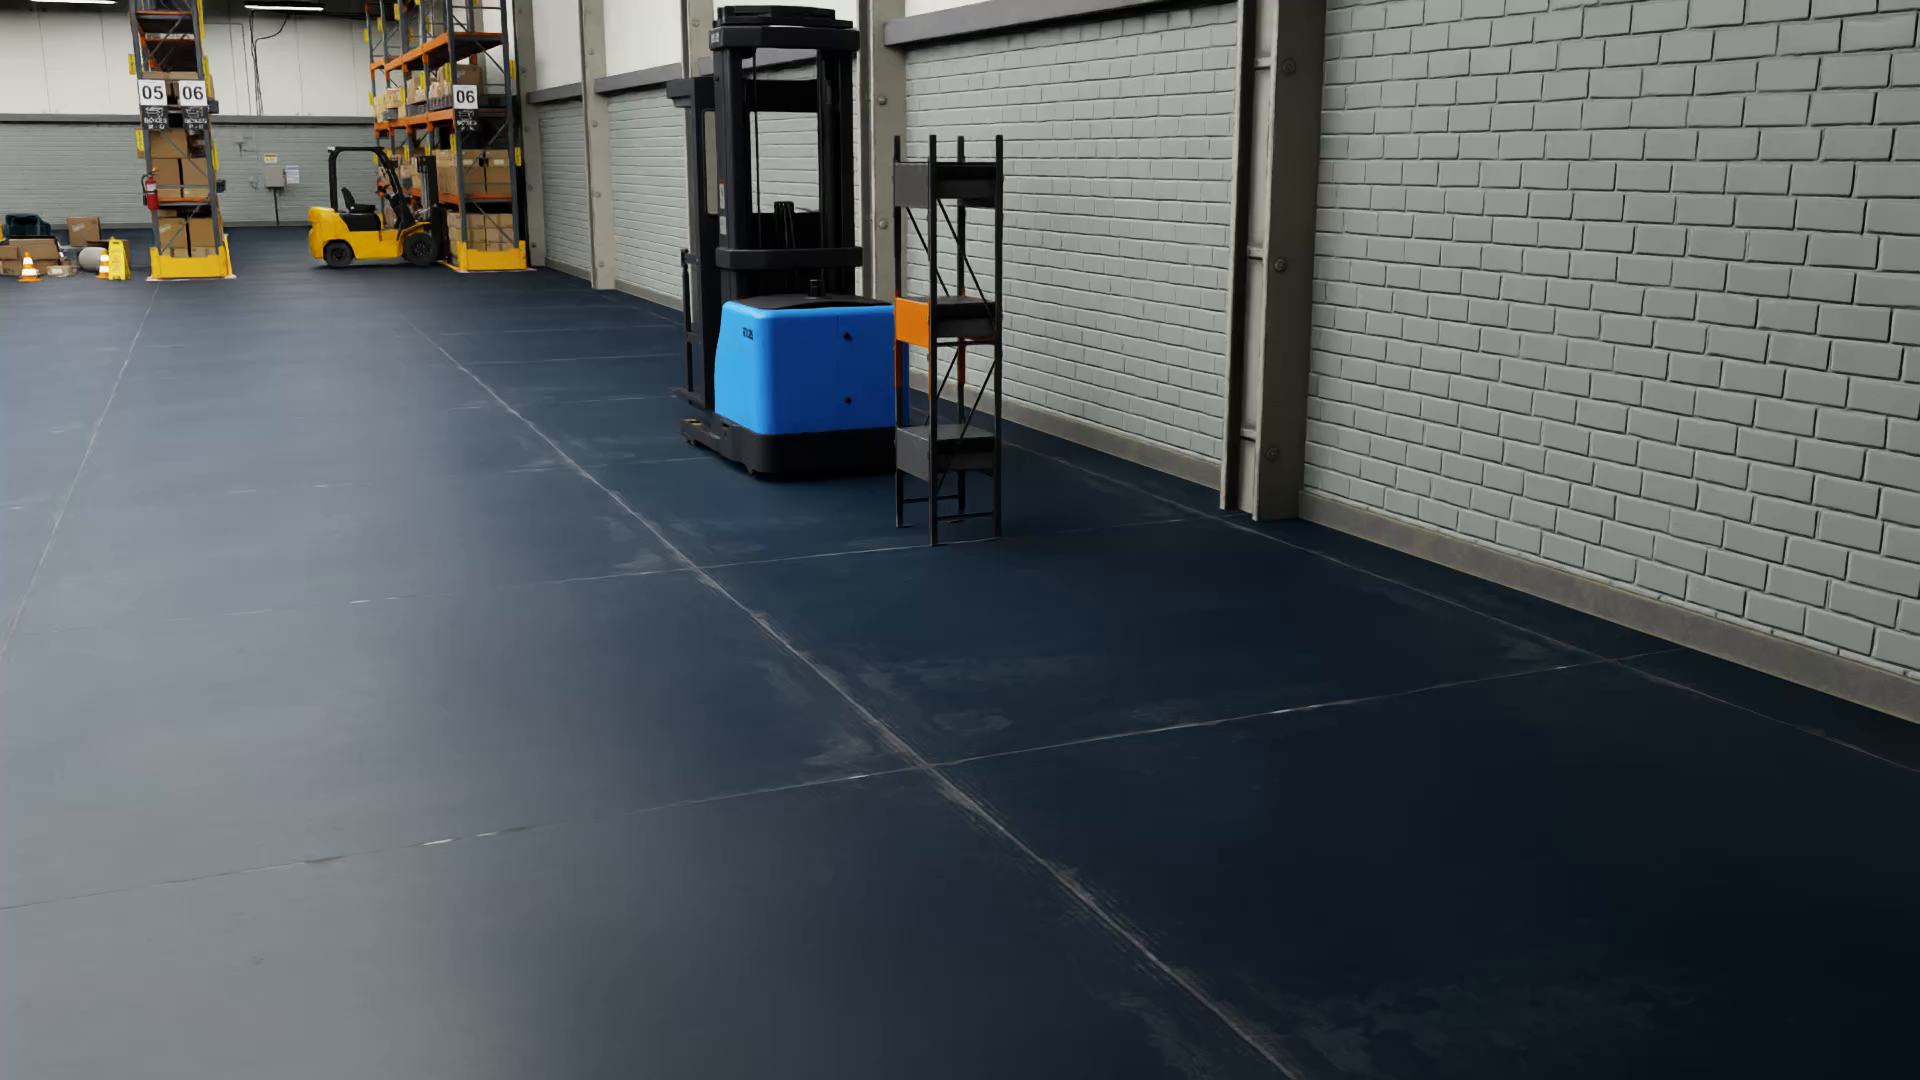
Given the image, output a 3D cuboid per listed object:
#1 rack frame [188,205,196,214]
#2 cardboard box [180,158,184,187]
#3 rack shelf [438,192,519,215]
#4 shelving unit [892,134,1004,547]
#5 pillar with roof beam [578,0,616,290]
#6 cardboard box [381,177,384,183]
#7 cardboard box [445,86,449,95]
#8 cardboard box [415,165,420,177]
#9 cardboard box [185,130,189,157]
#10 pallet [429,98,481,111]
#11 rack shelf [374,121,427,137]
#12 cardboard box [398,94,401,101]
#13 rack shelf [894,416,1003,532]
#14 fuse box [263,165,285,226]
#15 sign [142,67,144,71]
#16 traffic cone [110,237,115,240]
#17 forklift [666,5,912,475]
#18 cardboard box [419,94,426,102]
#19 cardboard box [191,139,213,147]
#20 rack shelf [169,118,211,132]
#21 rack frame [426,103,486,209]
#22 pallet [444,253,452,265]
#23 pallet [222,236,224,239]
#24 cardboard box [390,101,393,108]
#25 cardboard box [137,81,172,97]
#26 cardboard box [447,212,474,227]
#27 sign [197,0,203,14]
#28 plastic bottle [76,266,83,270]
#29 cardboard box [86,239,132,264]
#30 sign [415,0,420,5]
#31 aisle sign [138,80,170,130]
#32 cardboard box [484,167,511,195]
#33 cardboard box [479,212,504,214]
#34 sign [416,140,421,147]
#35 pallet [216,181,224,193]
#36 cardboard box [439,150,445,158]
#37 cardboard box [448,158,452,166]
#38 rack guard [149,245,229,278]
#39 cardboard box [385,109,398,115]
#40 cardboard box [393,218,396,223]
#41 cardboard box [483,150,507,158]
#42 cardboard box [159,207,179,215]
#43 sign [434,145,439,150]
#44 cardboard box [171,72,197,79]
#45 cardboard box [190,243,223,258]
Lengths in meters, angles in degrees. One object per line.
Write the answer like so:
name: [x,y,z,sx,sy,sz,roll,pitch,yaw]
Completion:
rack frame: [-16.184,-7.558,34.875,1.000,3.000,0.127,-6,14,-23]
cardboard box: [-14.028,-6.500,29.422,0.500,0.500,0.500,-5,14,-22]
rack shelf: [-9.233,-6.417,31.541,1.077,0.370,4.000,-6,14,-23]
shelving unit: [-0.066,-1.057,8.781,0.431,2.100,0.503,-6,14,-23]
pillar with roof beam: [-9.426,-7.874,22.935,9.100,9.000,0.400,-6,14,-23]
cardboard box: [-14.961,-9.445,43.585,0.380,0.149,0.250,-6,14,-23]
cardboard box: [-9.043,-8.091,29.927,0.380,0.149,0.250,-6,14,-25]
cardboard box: [-11.290,-7.851,35.363,0.500,0.250,0.500,-6,14,-24]
cardboard box: [-13.579,-6.777,28.402,0.700,0.500,0.500,-5,14,-22]
pallet: [-9.669,-8.425,32.165,1.003,0.211,1.213,-6,14,-23]
rack shelf: [-14.040,-10.358,41.914,1.077,0.370,4.000,-6,14,-23]
cardboard box: [-12.462,-9.995,37.541,0.380,0.149,0.250,-6,14,-24]
rack shelf: [-0.066,-0.362,8.942,0.431,0.518,0.480,-6,14,-23]
fuse box: [-19.685,-9.906,47.876,0.539,1.711,0.414,-6,14,-23]
sign: [-15.088,-8.586,30.644,0.100,0.325,0.005,-6,14,-23]
traffic cone: [-16.361,-5.626,32.151,0.336,0.463,0.334,-6,14,-23]
forklift: [-1.366,-2.128,11.562,1.130,2.935,3.031,-6,14,-23]
cardboard box: [-10.753,-8.973,33.739,0.380,0.149,0.250,-6,14,-23]
cardboard box: [-14.446,-7.575,31.697,0.380,0.149,0.250,-6,14,-23]
rack shelf: [-15.382,-8.256,32.833,1.077,0.370,4.000,-6,14,-23]
rack frame: [-10.035,-7.181,33.245,1.000,3.000,0.127,-6,14,-23]
pallet: [-9.262,-5.402,31.742,1.003,0.211,1.213,-6,14,-23]
pallet: [-16.915,-6.621,37.010,1.003,0.211,1.213,-6,14,-23]
cardboard box: [-12.979,-10.064,38.455,0.380,0.149,0.250,-5,14,-22]
cardboard box: [-13.431,-7.520,27.730,0.500,0.250,0.500,-6,14,-24]
cardboard box: [-9.324,-5.982,31.014,0.500,0.250,0.500,-5,14,-22]
sign: [-15.690,-11.026,34.305,0.100,0.325,0.005,-6,14,-23]
plastic bottle: [-15.783,-4.864,29.752,0.133,0.061,0.283,-3,13,-13]
cardboard box: [-15.399,-5.171,30.098,0.500,0.500,0.500,4,14,16]
sign: [-10.527,-10.546,32.232,0.100,0.325,0.005,-6,14,-23]
aisle sign: [-13.220,-7.133,27.272,0.394,0.787,0.004,-6,14,-23]
cardboard box: [-8.376,-6.531,30.213,0.500,0.500,0.500,-5,14,-21]
cardboard box: [-8.655,-5.926,30.772,0.500,0.250,0.500,-6,14,-23]
sign: [-14.325,-10.424,43.989,0.100,0.325,0.005,-6,14,-23]
pallet: [-14.754,-6.810,32.065,1.003,0.211,1.213,-6,14,-23]
cardboard box: [-9.743,-7.387,31.813,0.380,0.149,0.250,-6,14,-24]
cardboard box: [-9.244,-6.978,30.708,0.380,0.149,0.250,-6,14,-25]
rack guard: [-13.009,-4.703,28.083,1.175,0.500,0.348,-6,14,-23]
cardboard box: [-13.662,-10.444,40.364,0.500,0.250,0.500,-6,14,-23]
cardboard box: [-13.875,-7.869,41.348,0.396,0.266,0.258,-5,14,-21]
cardboard box: [-8.371,-6.953,29.939,0.380,0.149,0.250,-6,14,-24]
cardboard box: [-13.949,-5.770,29.215,0.380,0.149,0.250,-5,14,-21]
sign: [-12.732,-9.449,40.475,0.100,0.325,0.005,-6,14,-23]
cardboard box: [-12.934,-7.725,27.731,0.380,0.149,0.250,-6,14,-23]
cardboard box: [-13.476,-5.180,29.765,0.500,0.250,0.500,-5,14,-19]
